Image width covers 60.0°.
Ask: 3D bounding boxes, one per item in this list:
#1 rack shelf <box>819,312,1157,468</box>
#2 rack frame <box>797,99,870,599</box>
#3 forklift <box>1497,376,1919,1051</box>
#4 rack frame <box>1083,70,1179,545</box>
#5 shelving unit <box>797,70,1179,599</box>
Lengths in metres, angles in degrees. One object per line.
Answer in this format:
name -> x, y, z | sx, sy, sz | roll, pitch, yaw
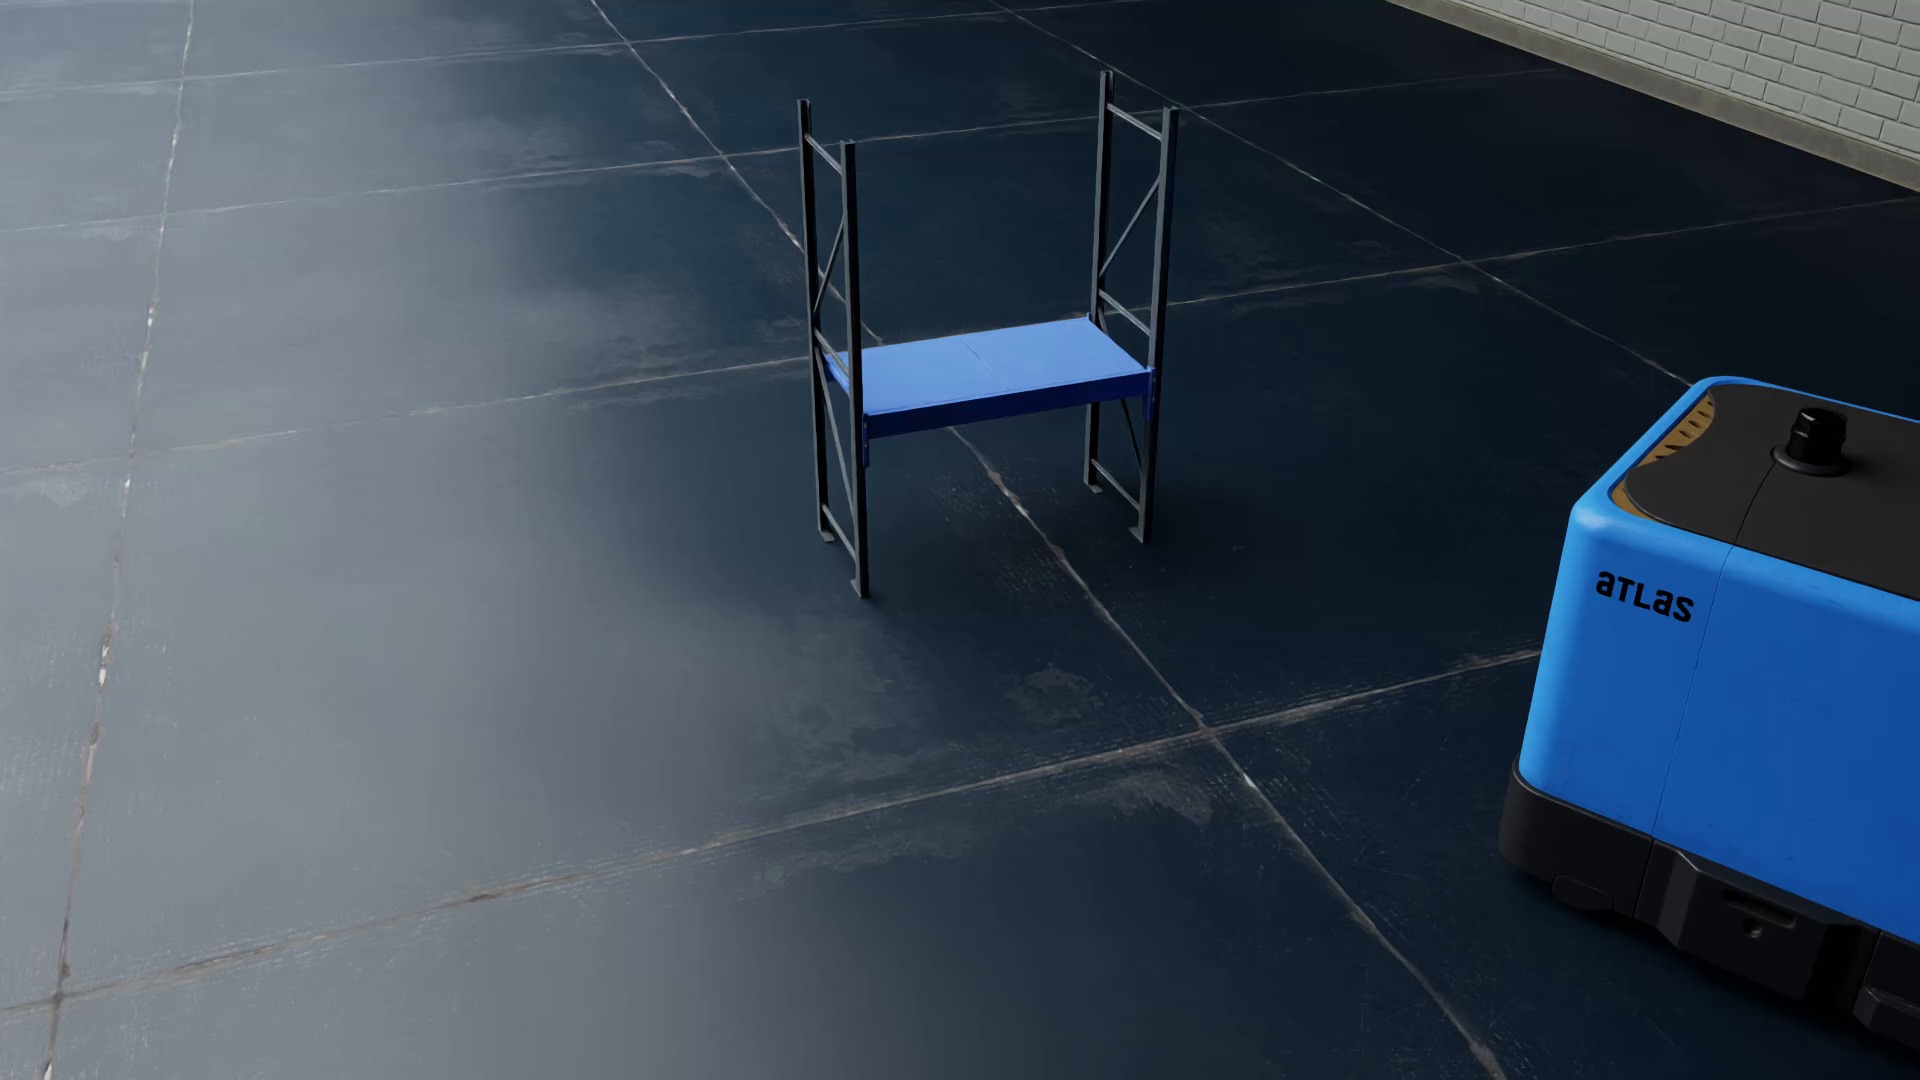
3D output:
rack shelf -> 0.080, -0.510, 5.494 | 1.000, 0.185, 0.538 | -10, 31, -18
rack frame -> -0.396, -0.579, 5.251 | 0.032, 1.500, 0.500 | -10, 31, -18
forklift -> 2.835, -0.151, 3.053 | 3.031, 2.935, 1.130 | 22, 36, 33
rack frame -> 0.556, -0.754, 5.559 | 0.032, 1.500, 0.500 | -10, 31, -18
shelving unit -> 0.080, -0.666, 5.405 | 1.048, 1.500, 0.538 | -10, 31, -18
